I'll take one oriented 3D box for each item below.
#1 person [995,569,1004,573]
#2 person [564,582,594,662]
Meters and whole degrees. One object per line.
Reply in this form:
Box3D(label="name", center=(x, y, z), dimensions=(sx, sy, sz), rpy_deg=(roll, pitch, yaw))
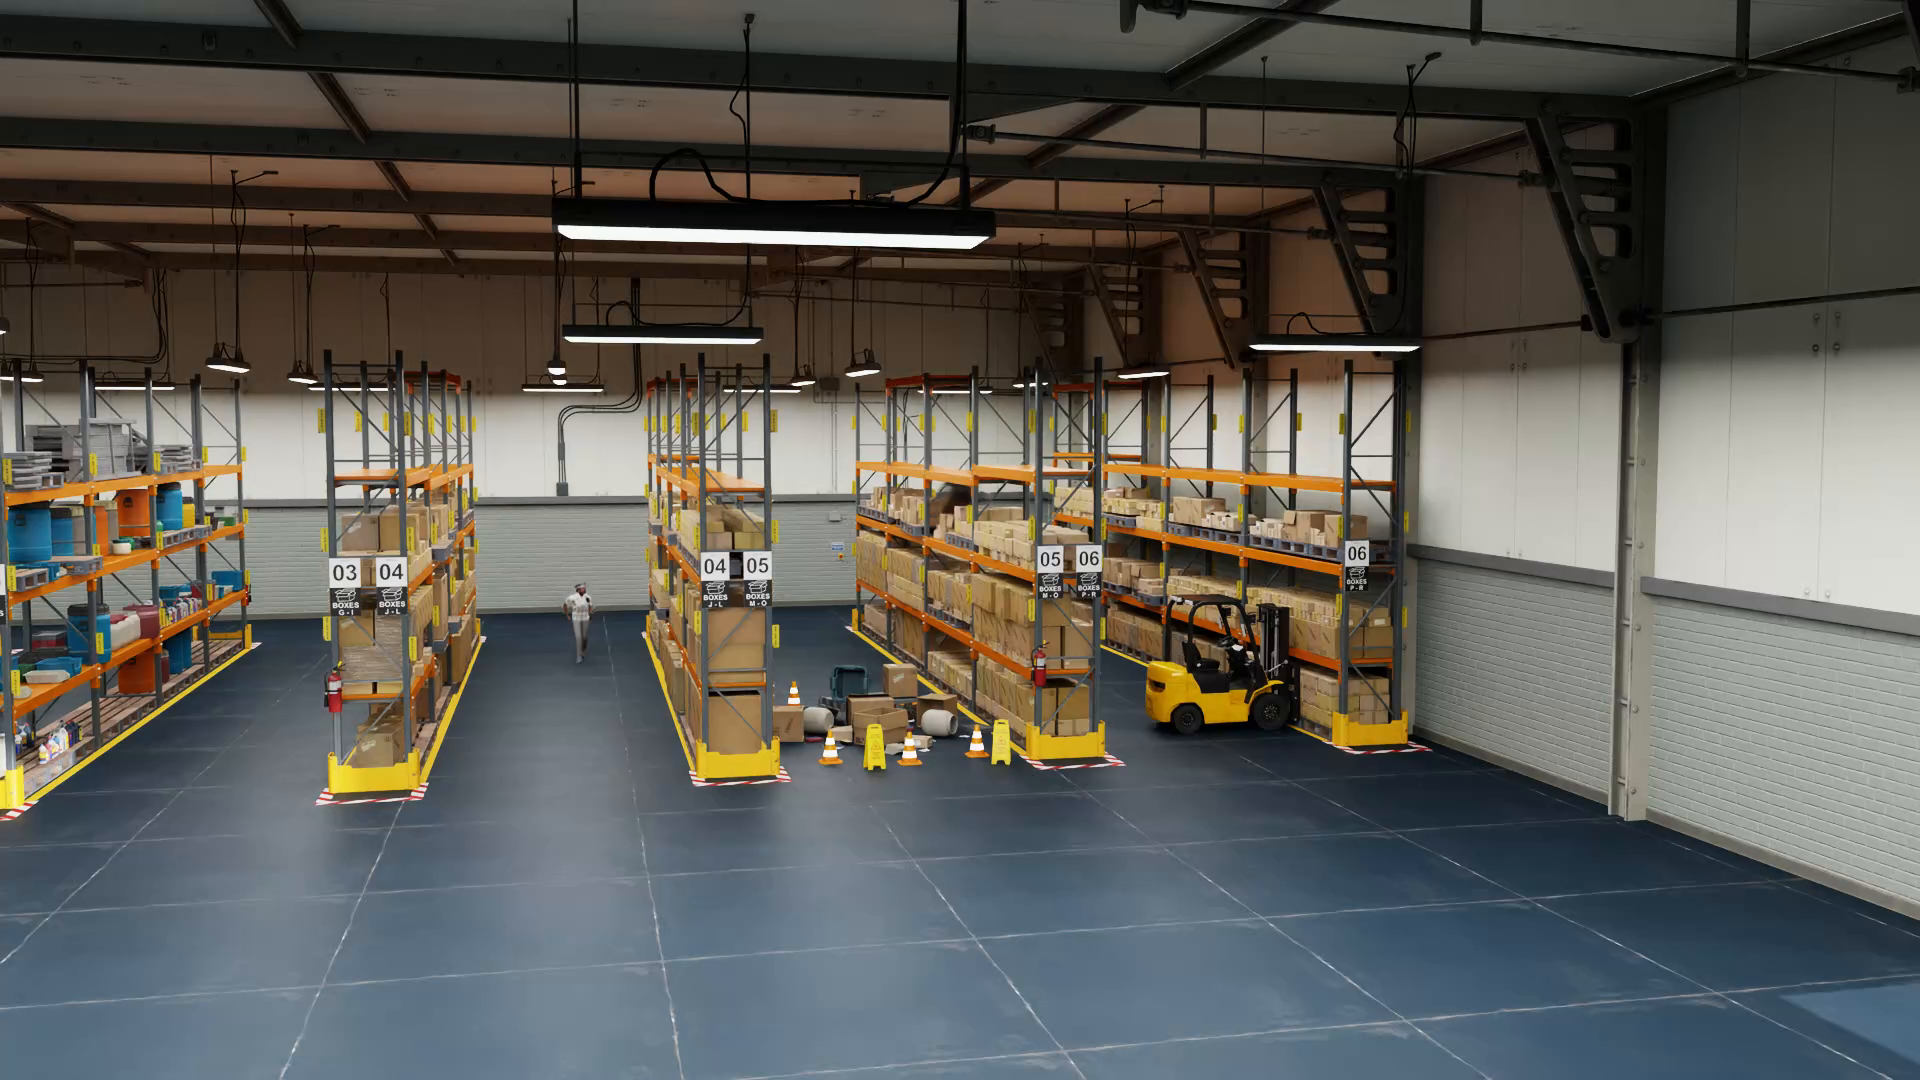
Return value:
Box3D(label="person", center=(0.965, 1.160, 42.381), dimensions=(0.605, 1.774, 0.518), rpy_deg=(-1, 4, -14))
Box3D(label="person", center=(-8.044, 1.697, 35.110), dimensions=(0.626, 1.646, 1.028), rpy_deg=(-1, 4, -13))
